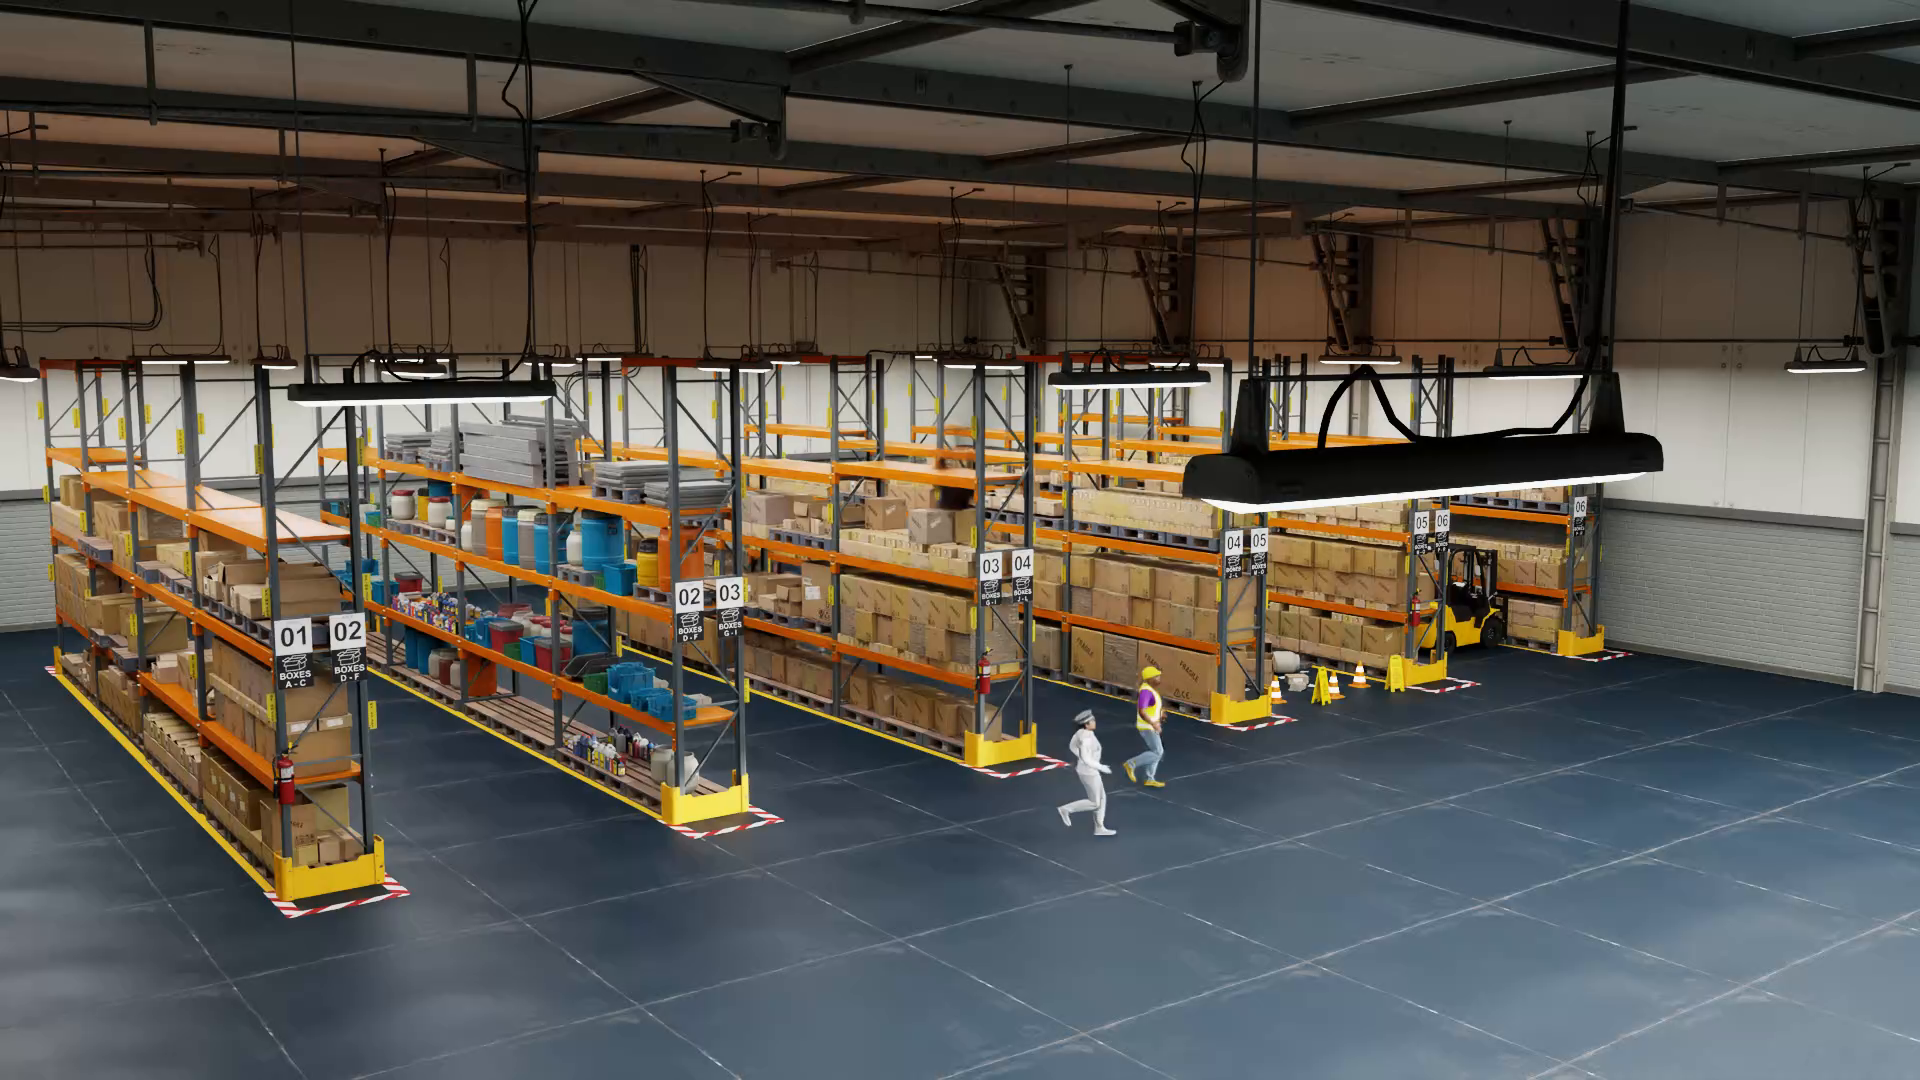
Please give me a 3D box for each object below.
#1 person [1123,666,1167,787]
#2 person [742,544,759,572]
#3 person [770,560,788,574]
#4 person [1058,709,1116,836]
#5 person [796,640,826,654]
[{"bbox_3d":[2.639,2.649,23.640,0.636,1.738,0.694,0,7,4],"label":"person"},{"bbox_3d":[-5.308,0.443,41.912,0.912,1.744,0.697,-1,7,-6],"label":"person"},{"bbox_3d":[-4.576,0.456,42.362,0.647,1.629,0.580,-5,8,-36],"label":"person"},{"bbox_3d":[1.618,2.972,21.251,0.773,1.657,0.633,-1,7,-6],"label":"person"},{"bbox_3d":[-2.976,1.441,33.135,0.703,1.764,1.060,-7,10,-44],"label":"person"}]
